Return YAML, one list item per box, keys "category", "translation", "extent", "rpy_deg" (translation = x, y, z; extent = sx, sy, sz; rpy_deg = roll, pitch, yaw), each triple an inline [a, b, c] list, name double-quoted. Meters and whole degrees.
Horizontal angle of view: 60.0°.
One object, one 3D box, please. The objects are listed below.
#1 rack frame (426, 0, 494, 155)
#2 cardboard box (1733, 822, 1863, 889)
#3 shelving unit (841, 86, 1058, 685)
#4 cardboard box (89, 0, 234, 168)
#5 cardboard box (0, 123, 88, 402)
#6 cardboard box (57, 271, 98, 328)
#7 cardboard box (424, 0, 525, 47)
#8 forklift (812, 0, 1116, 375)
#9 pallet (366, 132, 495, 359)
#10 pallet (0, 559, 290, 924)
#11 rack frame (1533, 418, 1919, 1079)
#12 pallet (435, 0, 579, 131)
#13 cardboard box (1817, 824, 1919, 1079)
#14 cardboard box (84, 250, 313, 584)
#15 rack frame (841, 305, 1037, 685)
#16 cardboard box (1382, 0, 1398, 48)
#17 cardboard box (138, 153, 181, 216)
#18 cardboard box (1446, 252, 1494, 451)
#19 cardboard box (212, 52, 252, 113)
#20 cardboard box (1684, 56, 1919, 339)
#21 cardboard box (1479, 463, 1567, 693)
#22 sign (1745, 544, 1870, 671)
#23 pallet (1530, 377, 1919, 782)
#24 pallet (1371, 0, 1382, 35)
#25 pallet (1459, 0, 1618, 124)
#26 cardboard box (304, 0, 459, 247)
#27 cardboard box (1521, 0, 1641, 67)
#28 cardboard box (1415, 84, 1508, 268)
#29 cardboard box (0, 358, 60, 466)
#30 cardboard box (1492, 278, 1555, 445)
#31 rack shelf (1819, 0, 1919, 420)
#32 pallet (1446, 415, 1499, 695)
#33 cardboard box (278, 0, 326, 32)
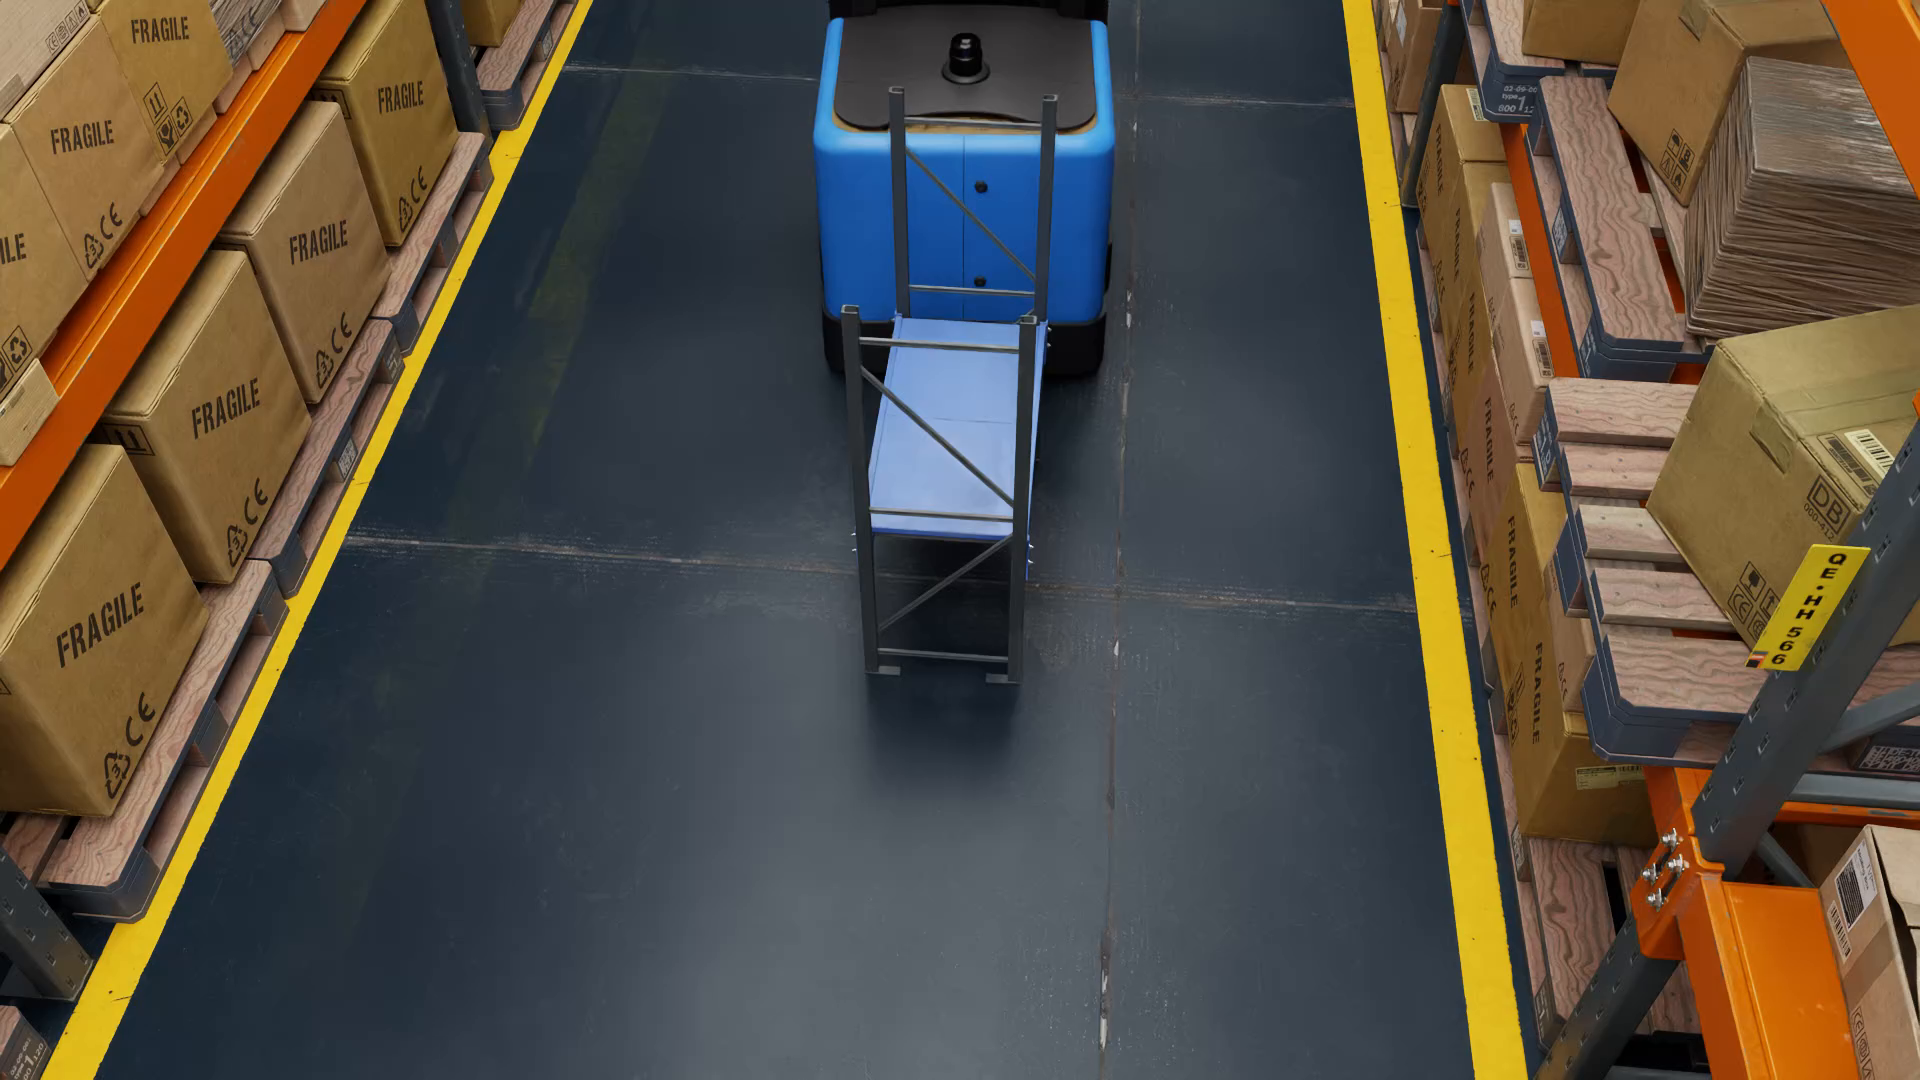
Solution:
- category: "rack frame"
  translation: [-2.564, -2.754, 6.237]
  extent: [1.000, 3.000, 0.127]
  rpy_deg: [4, 48, 4]
- category: "cardboard box"
  translation: [2.331, 0.895, 4.294]
  extent: [0.500, 0.500, 0.500]
  rpy_deg: [6, 48, 5]
- category: "shelving unit"
  translation: [-0.008, -0.443, 5.139]
  extent: [0.538, 1.500, 1.048]
  rpy_deg: [4, 48, 4]
- category: "cardboard box"
  translation: [-2.486, -1.428, 4.740]
  extent: [0.500, 0.500, 0.500]
  rpy_deg: [5, 48, 5]
- category: "cardboard box"
  translation: [-2.572, -0.680, 4.056]
  extent: [0.500, 0.500, 0.500]
  rpy_deg: [5, 48, 5]
- category: "cardboard box"
  translation: [-2.612, -0.722, 4.534]
  extent: [0.380, 0.149, 0.250]
  rpy_deg: [5, 48, 4]
- category: "cardboard box"
  translation: [-2.393, -2.595, 7.500]
  extent: [0.700, 0.500, 0.500]
  rpy_deg: [4, 48, 4]
- category: "forklift"
  translation: [0.038, -2.680, 6.215]
  extent: [1.130, 2.935, 3.031]
  rpy_deg: [1, 48, 1]
- category: "pallet"
  translation: [-2.559, -1.241, 6.742]
  extent: [1.003, 0.211, 1.213]
  rpy_deg: [4, 48, 4]
- category: "pallet"
  translation: [-2.781, 0.552, 5.102]
  extent: [1.003, 0.211, 1.213]
  rpy_deg: [4, 48, 4]
- category: "rack frame"
  translation: [2.002, 0.515, 3.246]
  extent: [0.949, 2.616, 0.053]
  rpy_deg: [4, 48, 4]
- category: "pallet"
  translation: [-2.416, -2.367, 7.772]
  extent: [1.003, 0.211, 1.213]
  rpy_deg: [4, 48, 4]
- category: "cardboard box"
  translation: [1.929, 0.810, 3.037]
  extent: [0.500, 0.311, 0.500]
  rpy_deg: [7, 48, 6]
- category: "cardboard box"
  translation: [-2.644, -0.406, 5.261]
  extent: [0.750, 0.750, 0.750]
  rpy_deg: [4, 48, 3]
- category: "rack frame"
  translation: [-0.054, -0.070, 4.798]
  extent: [0.500, 1.500, 0.032]
  rpy_deg: [4, 48, 4]
- category: "cardboard box"
  translation: [2.114, -2.328, 7.480]
  extent: [0.380, 0.149, 0.250]
  rpy_deg: [4, 48, 4]
- category: "cardboard box"
  translation: [-2.538, -1.091, 4.872]
  extent: [0.380, 0.149, 0.250]
  rpy_deg: [4, 48, 4]
- category: "cardboard box"
  translation: [1.993, -0.630, 5.690]
  extent: [0.500, 0.500, 0.500]
  rpy_deg: [4, 48, 4]
- category: "cardboard box"
  translation: [-2.472, -1.478, 5.226]
  extent: [0.380, 0.149, 0.250]
  rpy_deg: [3, 48, 2]
- category: "cardboard box"
  translation: [2.224, -0.790, 4.087]
  extent: [0.700, 0.500, 0.500]
  rpy_deg: [12, 49, 11]
- category: "cardboard box"
  translation: [1.904, 0.127, 4.997]
  extent: [0.500, 0.500, 0.500]
  rpy_deg: [2, 48, 2]
- category: "sign"
  translation: [1.464, 0.122, 2.875]
  extent: [0.100, 0.325, 0.005]
  rpy_deg: [4, 48, 4]
- category: "pallet"
  translation: [1.997, 0.077, 3.777]
  extent: [1.213, 0.211, 1.003]
  rpy_deg: [4, 48, 4]
- category: "pallet"
  translation: [2.542, -2.886, 8.247]
  extent: [1.003, 0.211, 1.213]
  rpy_deg: [4, 48, 4]
- category: "pallet"
  translation: [2.188, -1.779, 5.475]
  extent: [1.003, 0.211, 1.213]
  rpy_deg: [4, 48, 4]
- category: "cardboard box"
  translation: [-2.493, -1.684, 6.430]
  extent: [0.750, 0.750, 0.750]
  rpy_deg: [4, 48, 4]
- category: "cardboard box"
  translation: [2.104, -1.757, 4.972]
  extent: [0.700, 0.500, 0.500]
  rpy_deg: [11, 48, 10]
- category: "cardboard box"
  translation: [2.083, -1.390, 6.384]
  extent: [0.500, 0.500, 0.500]
  rpy_deg: [2, 48, 2]
- category: "cardboard box"
  translation: [-2.527, -0.338, 4.183]
  extent: [0.380, 0.149, 0.250]
  rpy_deg: [5, 48, 5]
- category: "cardboard box"
  translation: [1.947, -0.539, 5.098]
  extent: [0.500, 0.250, 0.500]
  rpy_deg: [3, 48, 3]
- category: "rack shelf"
  translation: [2.188, -1.724, 3.749]
  extent: [1.077, 0.370, 4.000]
  rpy_deg: [4, 48, 4]
- category: "pallet"
  translation: [2.225, 0.016, 5.592]
  extent: [1.003, 0.211, 1.213]
  rpy_deg: [4, 48, 4]
- category: "cardboard box"
  translation: [-2.346, -1.837, 5.554]
  extent: [0.380, 0.149, 0.250]
  rpy_deg: [4, 48, 4]
